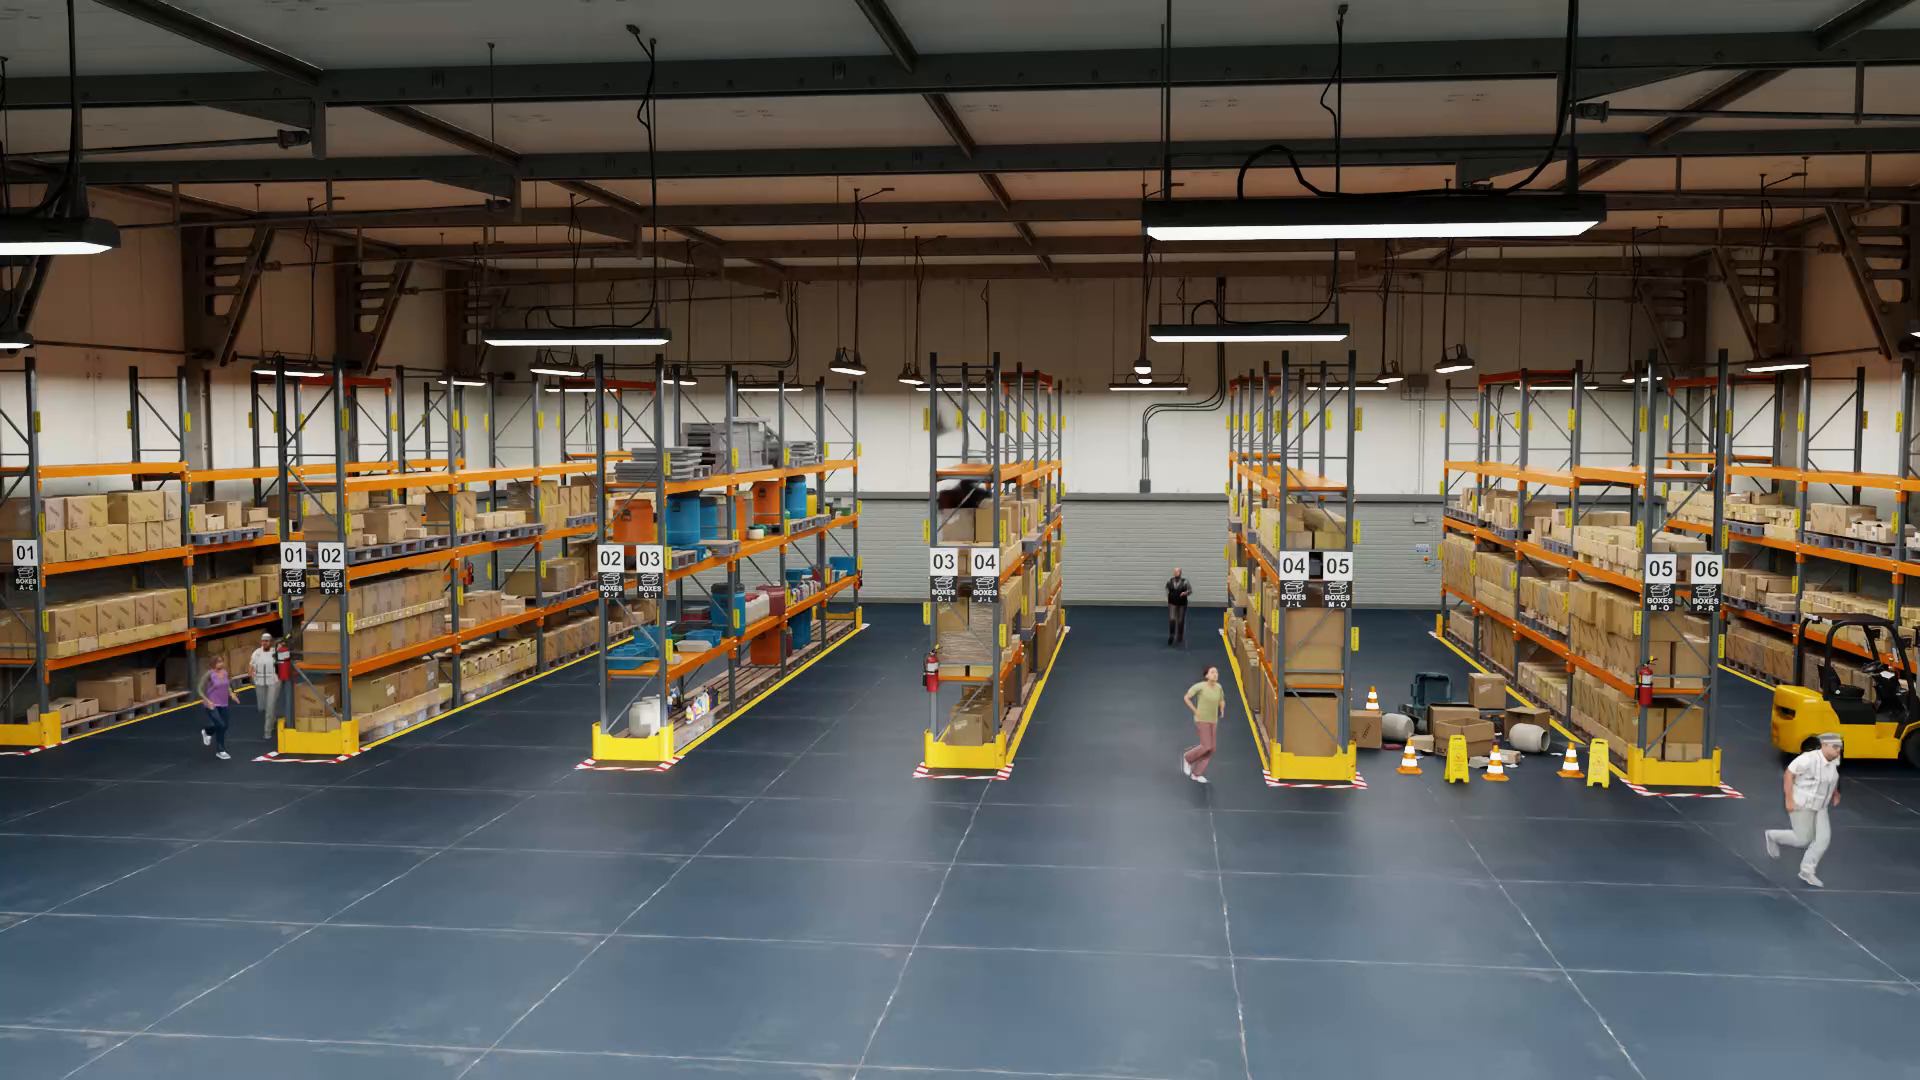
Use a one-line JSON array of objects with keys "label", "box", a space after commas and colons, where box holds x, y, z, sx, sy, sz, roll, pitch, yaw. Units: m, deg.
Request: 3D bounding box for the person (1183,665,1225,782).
[{"label": "person", "box": [3.452, 2.554, 23.262, 0.598, 1.642, 0.556, -2, 5, -30]}]

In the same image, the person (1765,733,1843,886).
[{"label": "person", "box": [9.258, 2.894, 18.229, 0.662, 1.714, 0.851, -2, 5, -27]}]

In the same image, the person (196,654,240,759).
[{"label": "person", "box": [-11.177, 2.479, 24.866, 0.680, 1.562, 0.525, 2, 5, 28]}]

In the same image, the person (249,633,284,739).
[{"label": "person", "box": [-11.076, 2.322, 26.678, 0.614, 1.682, 0.806, -1, 4, -7]}]

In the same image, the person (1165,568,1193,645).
[{"label": "person", "box": [4.928, 1.497, 37.538, 0.650, 1.754, 0.759, 1, 4, 13]}]
